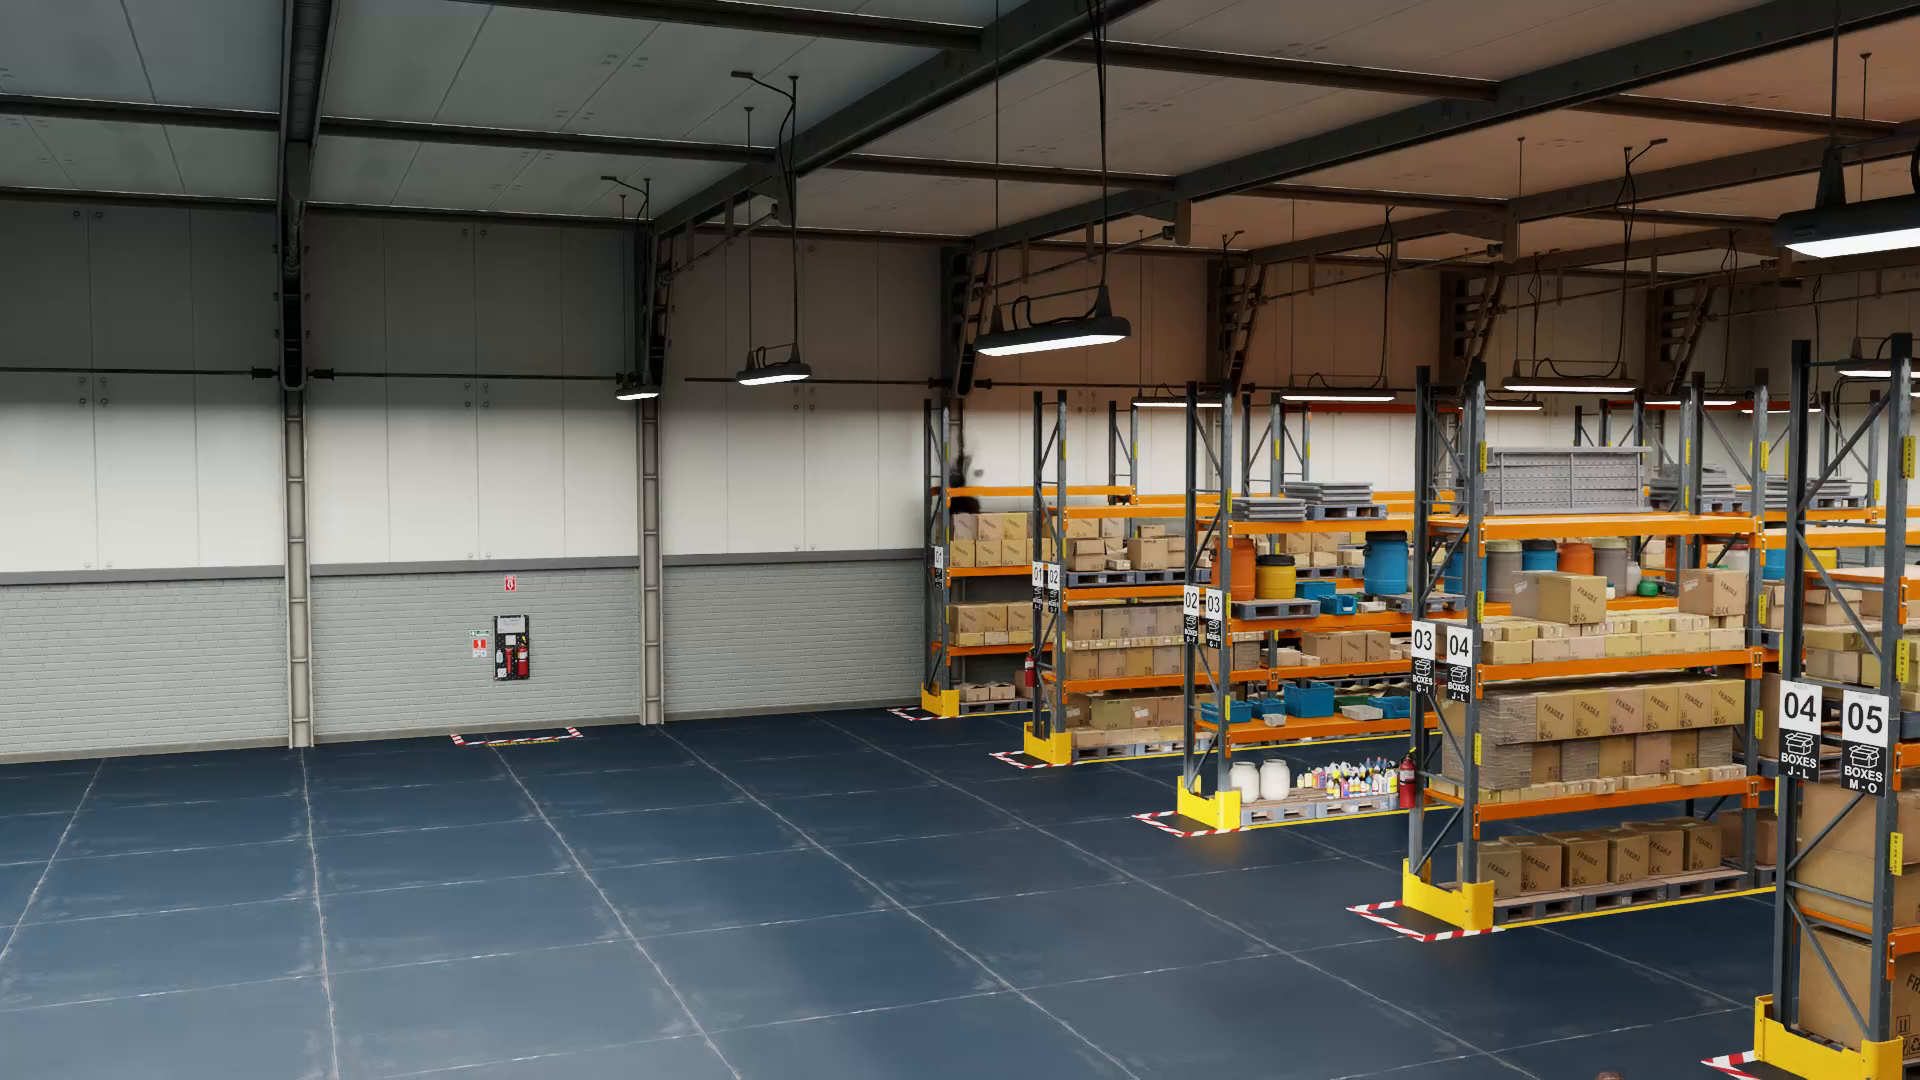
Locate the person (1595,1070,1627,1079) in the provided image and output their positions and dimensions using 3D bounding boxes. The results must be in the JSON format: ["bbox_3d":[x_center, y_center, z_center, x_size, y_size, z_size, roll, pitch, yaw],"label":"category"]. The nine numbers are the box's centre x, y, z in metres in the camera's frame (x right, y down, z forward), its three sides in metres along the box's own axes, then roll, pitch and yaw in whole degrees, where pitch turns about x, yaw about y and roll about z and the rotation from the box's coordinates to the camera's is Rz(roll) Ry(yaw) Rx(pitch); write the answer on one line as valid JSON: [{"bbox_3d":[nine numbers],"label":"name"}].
[{"bbox_3d":[3.579,3.768,9.175,0.561,1.698,0.878,2,4,25],"label":"person"}]
